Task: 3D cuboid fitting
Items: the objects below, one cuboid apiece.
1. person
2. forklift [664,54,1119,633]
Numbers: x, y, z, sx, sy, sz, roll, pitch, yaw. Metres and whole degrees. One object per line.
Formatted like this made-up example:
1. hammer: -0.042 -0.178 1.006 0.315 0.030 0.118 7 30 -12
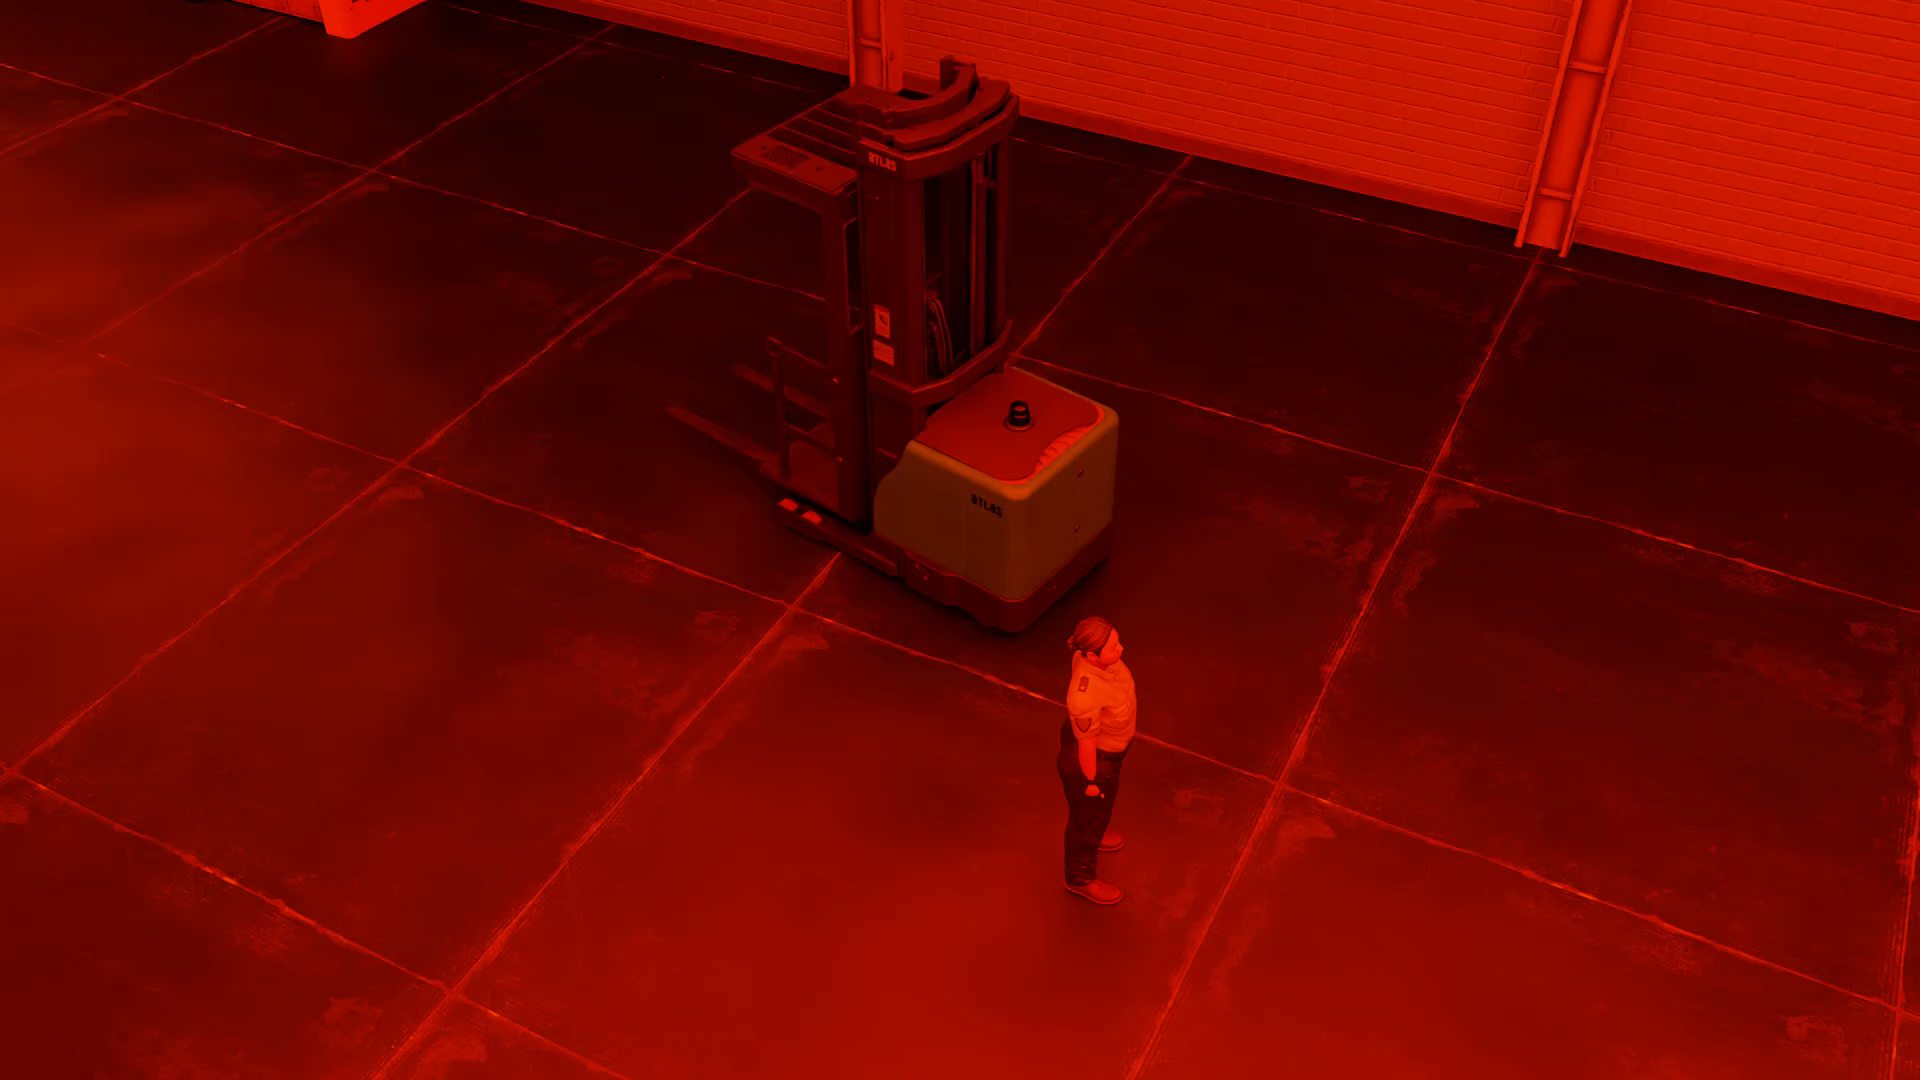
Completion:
1. person: 0.642 1.002 7.799 0.361 1.650 0.473 5 40 6
2. forklift: -0.549 -1.375 9.619 3.031 2.935 1.130 27 47 28
